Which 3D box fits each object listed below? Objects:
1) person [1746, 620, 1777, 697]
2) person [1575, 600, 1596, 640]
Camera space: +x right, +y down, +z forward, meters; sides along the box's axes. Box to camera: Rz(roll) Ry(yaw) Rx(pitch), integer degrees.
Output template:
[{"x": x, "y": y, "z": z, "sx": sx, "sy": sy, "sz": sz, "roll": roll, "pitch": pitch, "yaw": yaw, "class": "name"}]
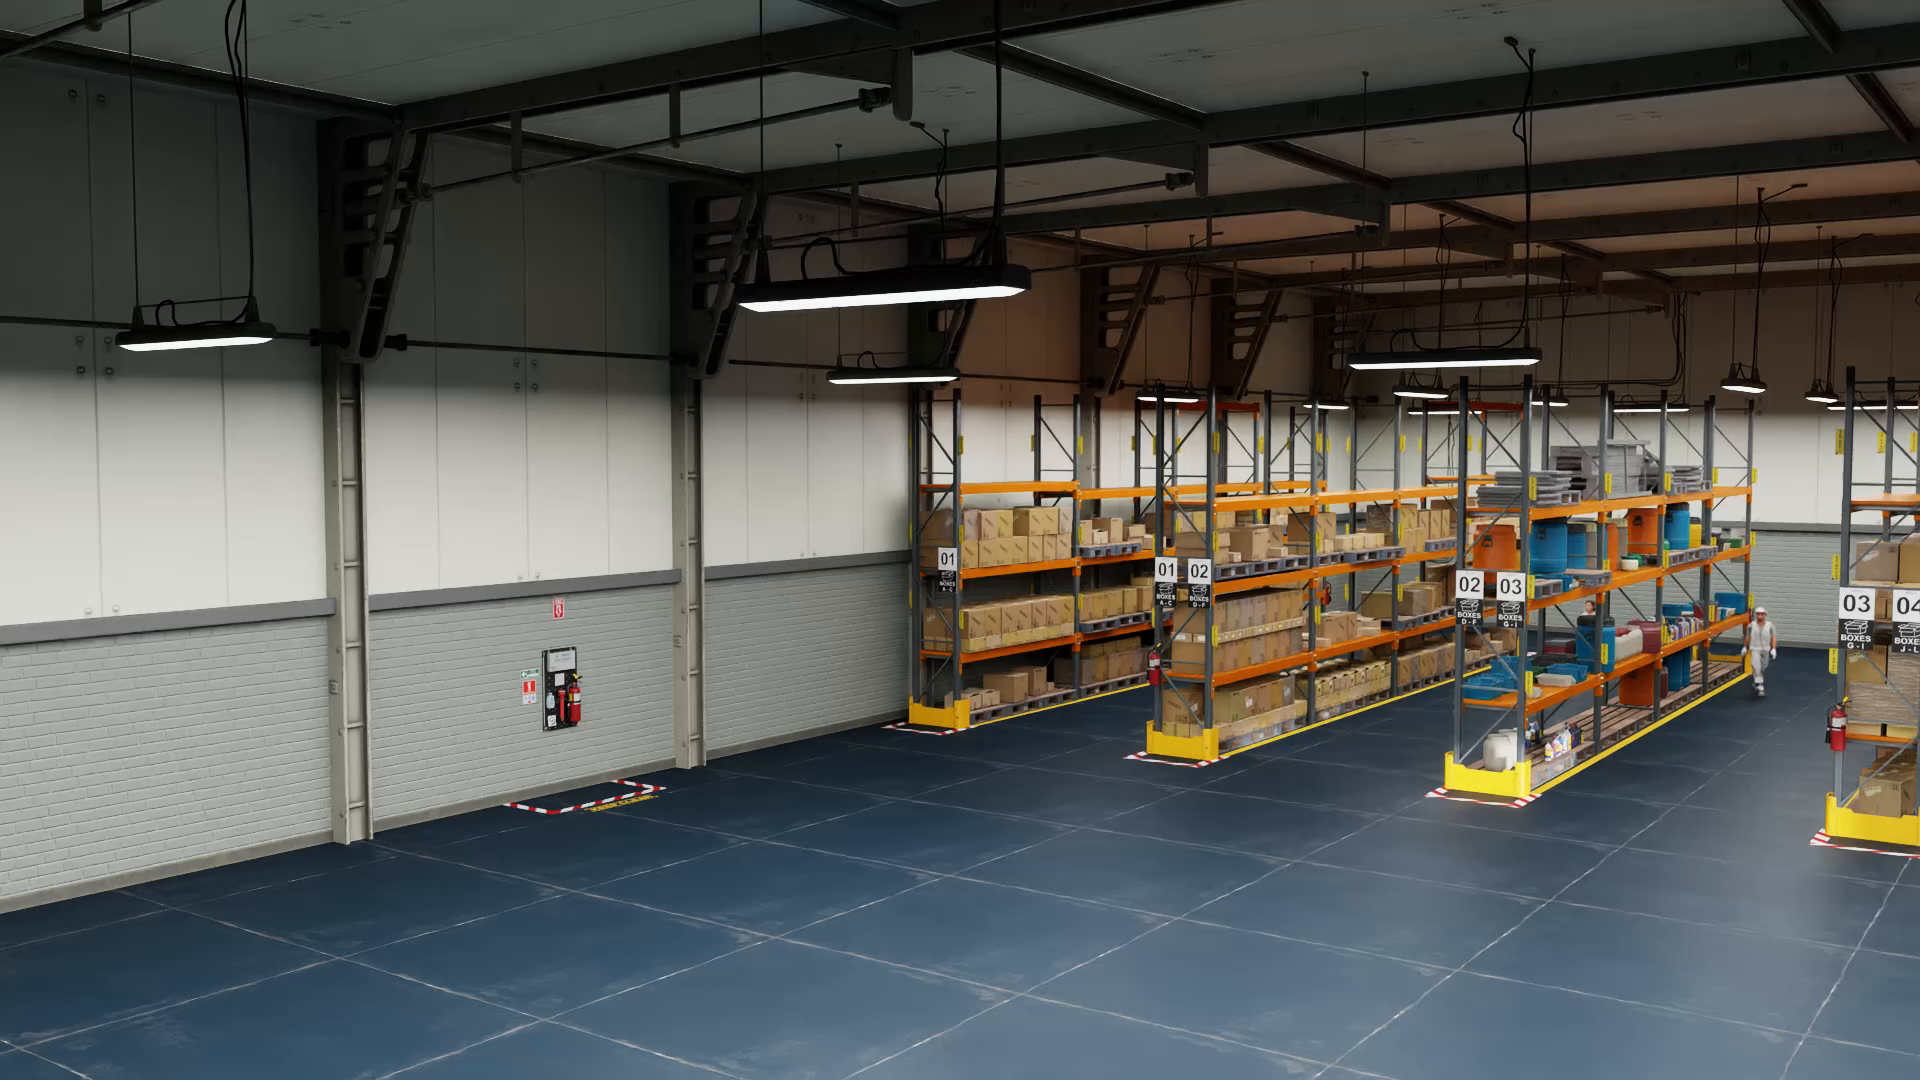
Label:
[{"x": 16.007, "y": 2.330, "z": 33.144, "sx": 0.491, "sy": 1.488, "sz": 1.004, "roll": 0, "pitch": 3, "yaw": 5, "class": "person"}, {"x": 13.688, "y": 2.111, "z": 36.206, "sx": 0.500, "sy": 1.603, "sz": 1.060, "roll": 3, "pitch": 4, "yaw": 38, "class": "person"}]
